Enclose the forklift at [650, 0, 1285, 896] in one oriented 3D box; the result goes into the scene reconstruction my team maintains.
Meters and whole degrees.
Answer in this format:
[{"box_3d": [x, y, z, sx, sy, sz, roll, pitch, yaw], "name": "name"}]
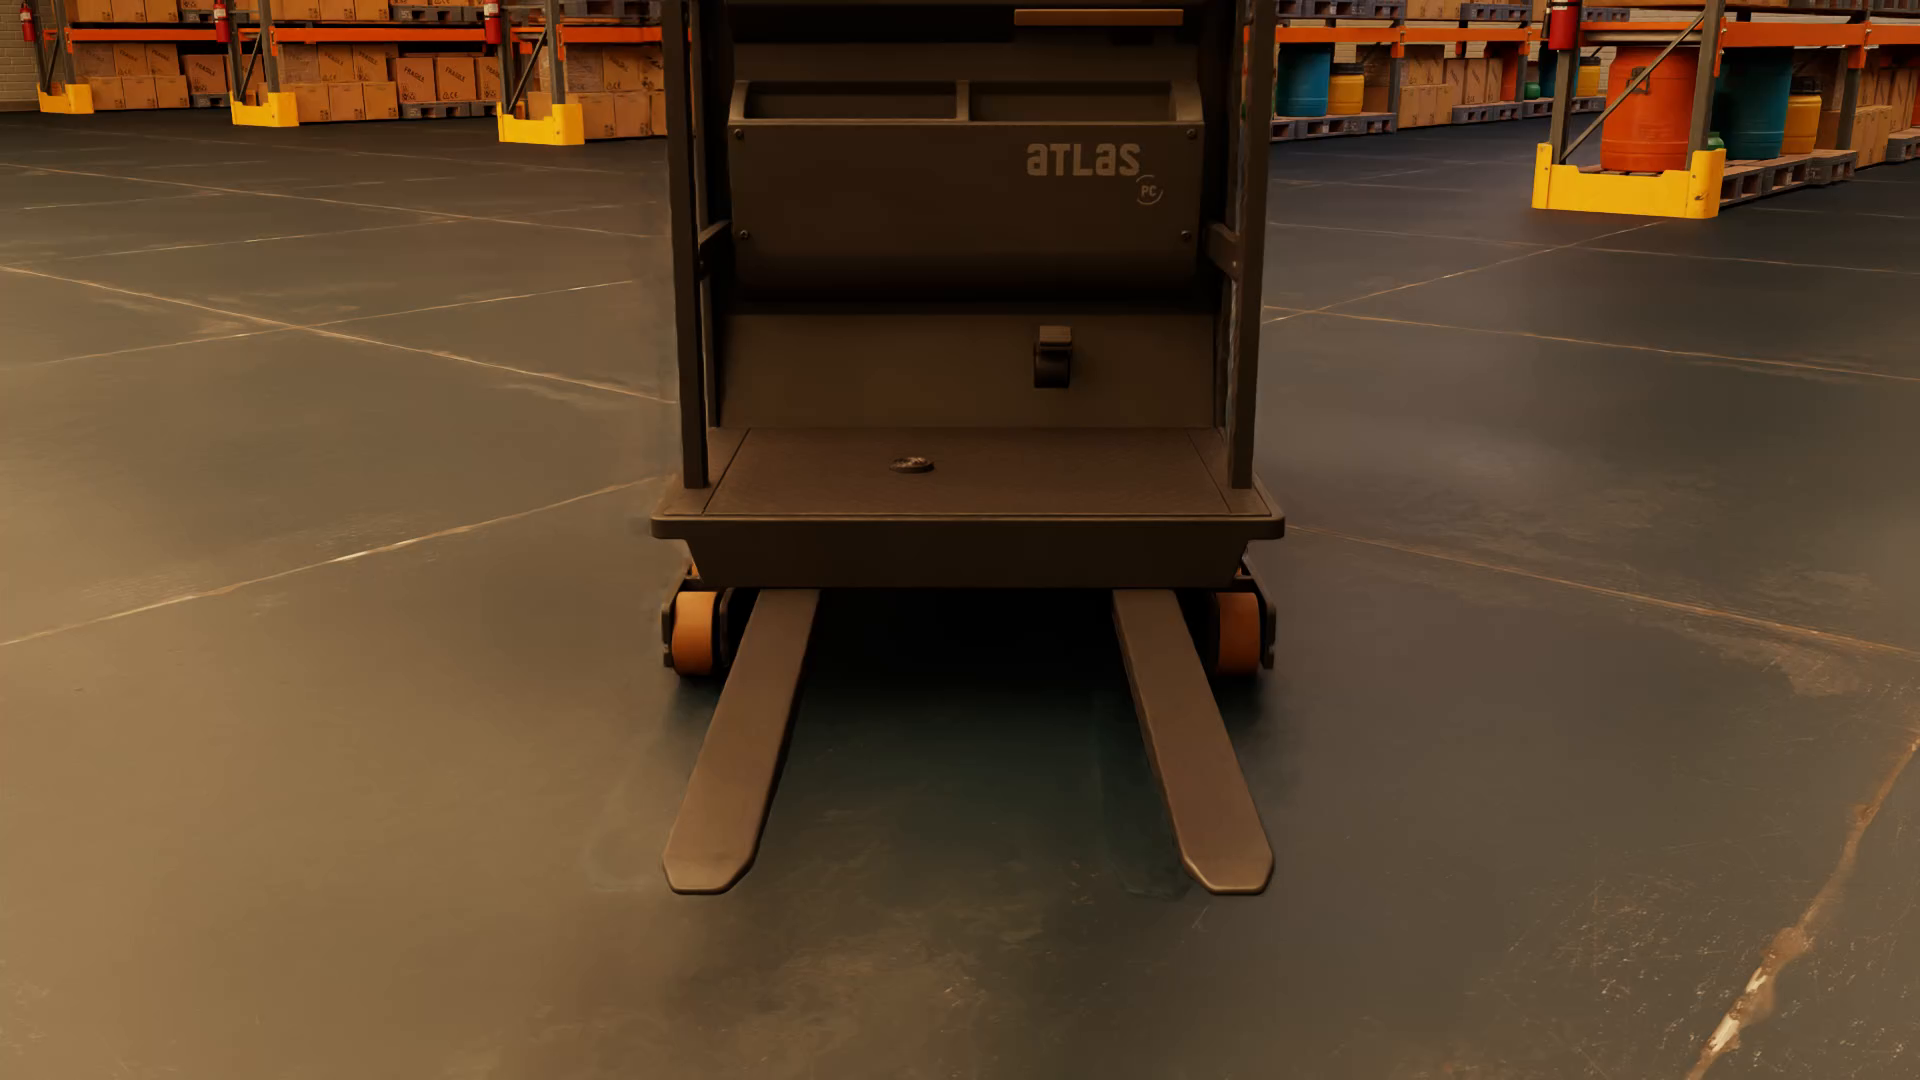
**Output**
[{"box_3d": [0.014, -1.234, 2.961, 1.130, 2.935, 3.031, 0, 17, 0], "name": "forklift"}]
